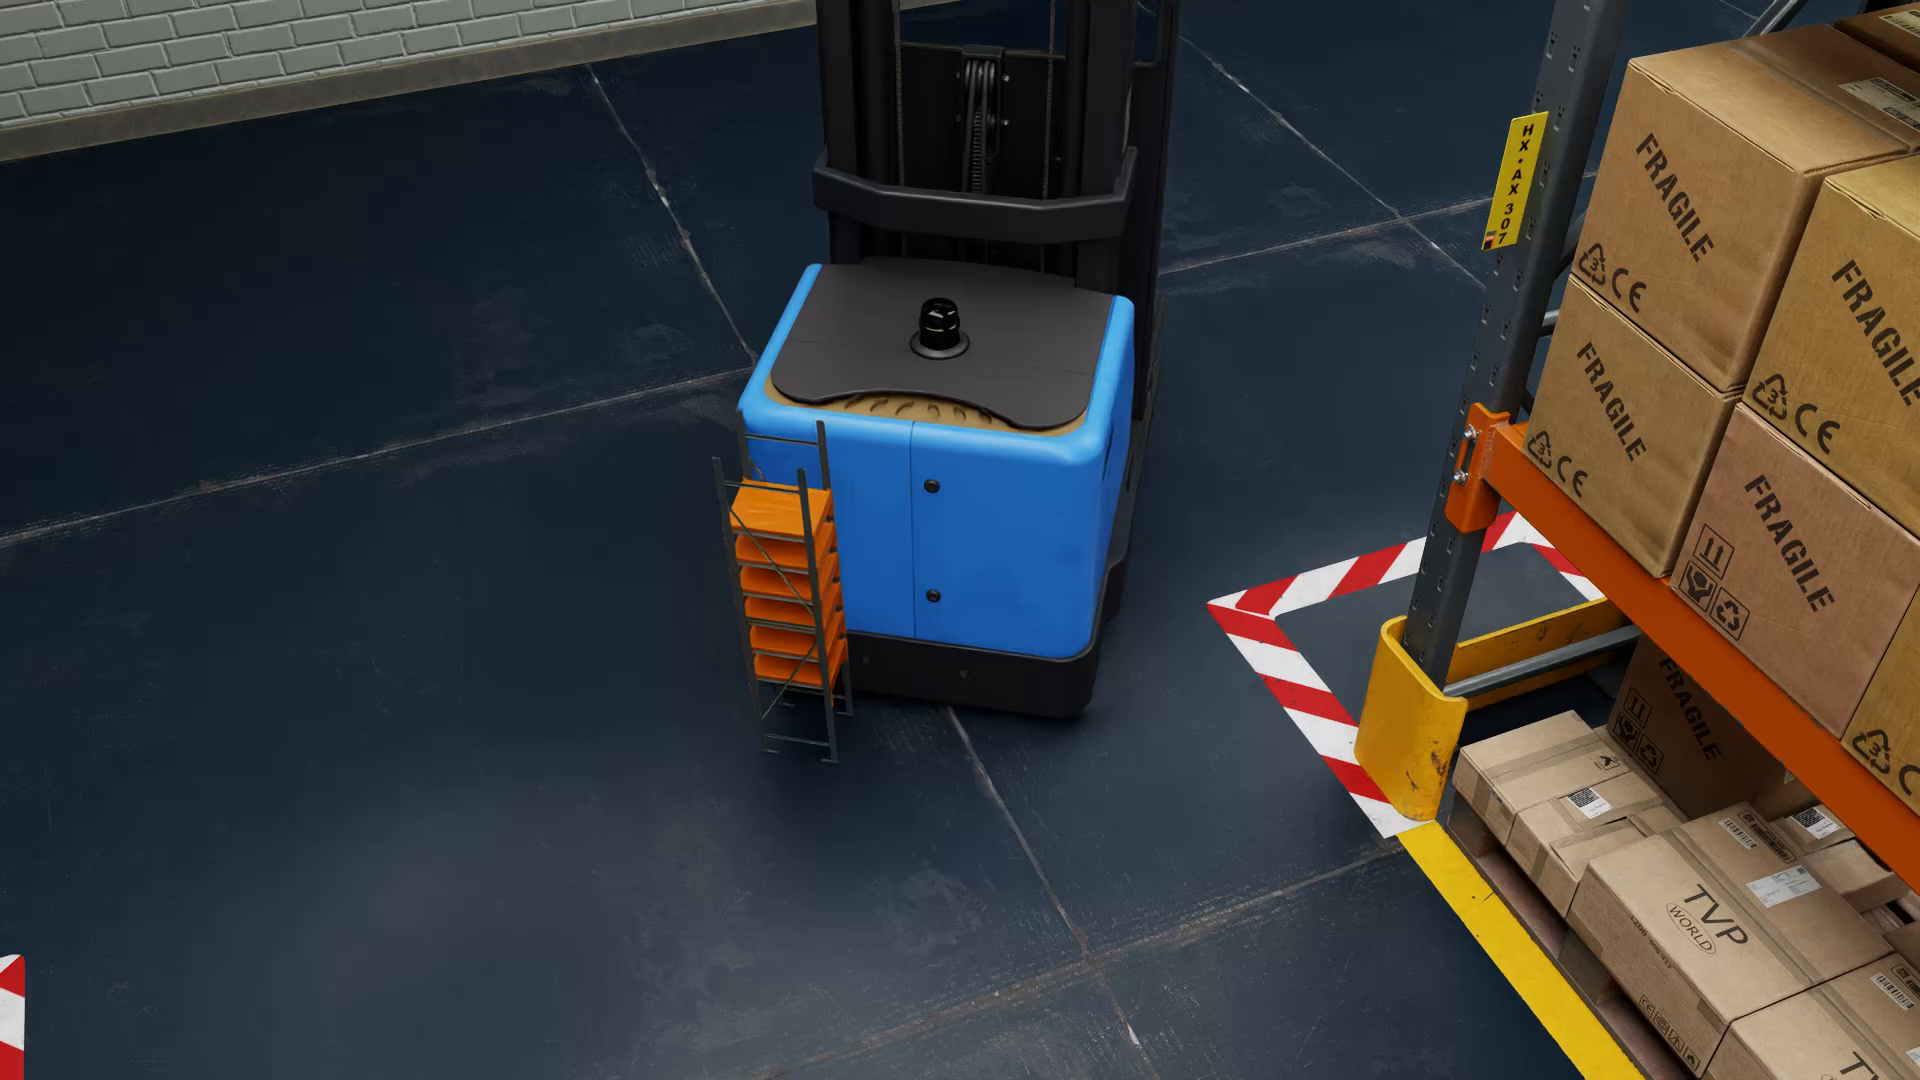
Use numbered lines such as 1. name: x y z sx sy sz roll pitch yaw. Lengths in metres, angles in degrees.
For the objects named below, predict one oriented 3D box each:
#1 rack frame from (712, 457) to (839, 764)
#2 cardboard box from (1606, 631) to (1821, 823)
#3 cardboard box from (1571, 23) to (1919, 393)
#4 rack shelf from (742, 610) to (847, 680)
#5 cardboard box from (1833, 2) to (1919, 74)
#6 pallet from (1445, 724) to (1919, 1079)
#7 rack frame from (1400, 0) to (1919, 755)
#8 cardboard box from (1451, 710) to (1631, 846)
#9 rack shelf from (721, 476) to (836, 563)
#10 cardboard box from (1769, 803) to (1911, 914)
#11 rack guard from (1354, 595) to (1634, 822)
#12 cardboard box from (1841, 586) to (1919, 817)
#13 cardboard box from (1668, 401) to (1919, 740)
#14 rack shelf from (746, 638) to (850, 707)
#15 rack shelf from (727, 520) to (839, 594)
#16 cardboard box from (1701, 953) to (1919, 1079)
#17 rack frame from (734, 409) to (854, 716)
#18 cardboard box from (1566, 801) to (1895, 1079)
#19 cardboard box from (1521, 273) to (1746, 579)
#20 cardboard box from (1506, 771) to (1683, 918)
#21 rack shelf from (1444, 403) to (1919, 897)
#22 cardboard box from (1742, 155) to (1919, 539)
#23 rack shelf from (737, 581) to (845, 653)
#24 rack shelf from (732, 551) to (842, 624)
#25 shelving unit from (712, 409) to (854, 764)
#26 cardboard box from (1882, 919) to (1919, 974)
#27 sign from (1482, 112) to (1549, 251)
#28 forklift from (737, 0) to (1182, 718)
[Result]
1. rack frame: -0.491 0.230 4.564 0.240 1.200 0.006 8 46 9
2. cardboard box: 2.177 0.442 4.515 0.500 0.500 0.500 -15 43 -17
3. cardboard box: 1.668 -0.689 3.407 0.500 0.500 0.500 -14 43 -16
4. rack shelf: -0.470 0.282 4.744 0.258 0.103 0.180 8 46 9
5. cardboard box: 2.166 -0.823 3.562 0.500 0.500 0.500 -15 43 -17
6. pallet: 2.077 0.978 4.451 1.003 0.211 1.213 -15 43 -17
7. rack frame: 1.742 -0.605 4.153 1.000 3.000 0.127 -15 43 -17
8. cardboard box: 1.584 0.647 4.546 0.380 0.149 0.250 -15 43 -17
9. rack shelf: -0.478 -0.055 4.402 0.258 0.103 0.180 8 46 9
10. cardboard box: 2.249 0.835 4.314 0.380 0.166 0.250 -15 43 -17
11. rack guard: 1.771 0.388 4.915 1.175 0.500 0.348 -15 43 -17
12. cardboard box: 2.059 0.303 3.021 0.500 0.500 0.500 -15 43 -17
13. cardboard box: 1.870 0.000 3.373 0.500 0.500 0.500 -16 43 -17
14. rack shelf: -0.468 0.366 4.830 0.258 0.103 0.180 8 46 9
15. rack shelf: -0.476 0.029 4.488 0.258 0.103 0.180 8 46 9
16. cardboard box: 2.070 1.271 3.742 0.500 0.250 0.500 -15 43 -17
17. rack frame: -0.454 0.102 4.690 0.240 1.200 0.006 8 46 9
18. cardboard box: 1.879 0.970 4.093 0.500 0.250 0.500 -15 43 -17
19. cardboard box: 1.668 -0.310 3.733 0.500 0.500 0.500 -14 43 -16
20. cardboard box: 1.680 0.791 4.365 0.380 0.166 0.250 -15 43 -17
21. rack shelf: 2.507 0.873 2.987 1.077 0.370 4.000 -15 43 -17
22. cardboard box: 1.875 -0.376 3.043 0.500 0.500 0.500 -15 43 -16
23. rack shelf: -0.472 0.197 4.659 0.258 0.103 0.180 8 46 9
24. rack shelf: -0.474 0.113 4.573 0.258 0.103 0.180 8 46 9
25. shelving unit: -0.473 0.166 4.627 0.258 1.200 0.189 8 46 9
26. cardboard box: 2.513 1.117 3.922 0.500 0.250 0.500 -15 43 -17
27. sign: 1.240 -0.798 3.713 0.100 0.325 0.005 -15 43 -17
28. forklift: 0.159 -1.543 5.296 1.130 2.935 3.031 7 41 8
